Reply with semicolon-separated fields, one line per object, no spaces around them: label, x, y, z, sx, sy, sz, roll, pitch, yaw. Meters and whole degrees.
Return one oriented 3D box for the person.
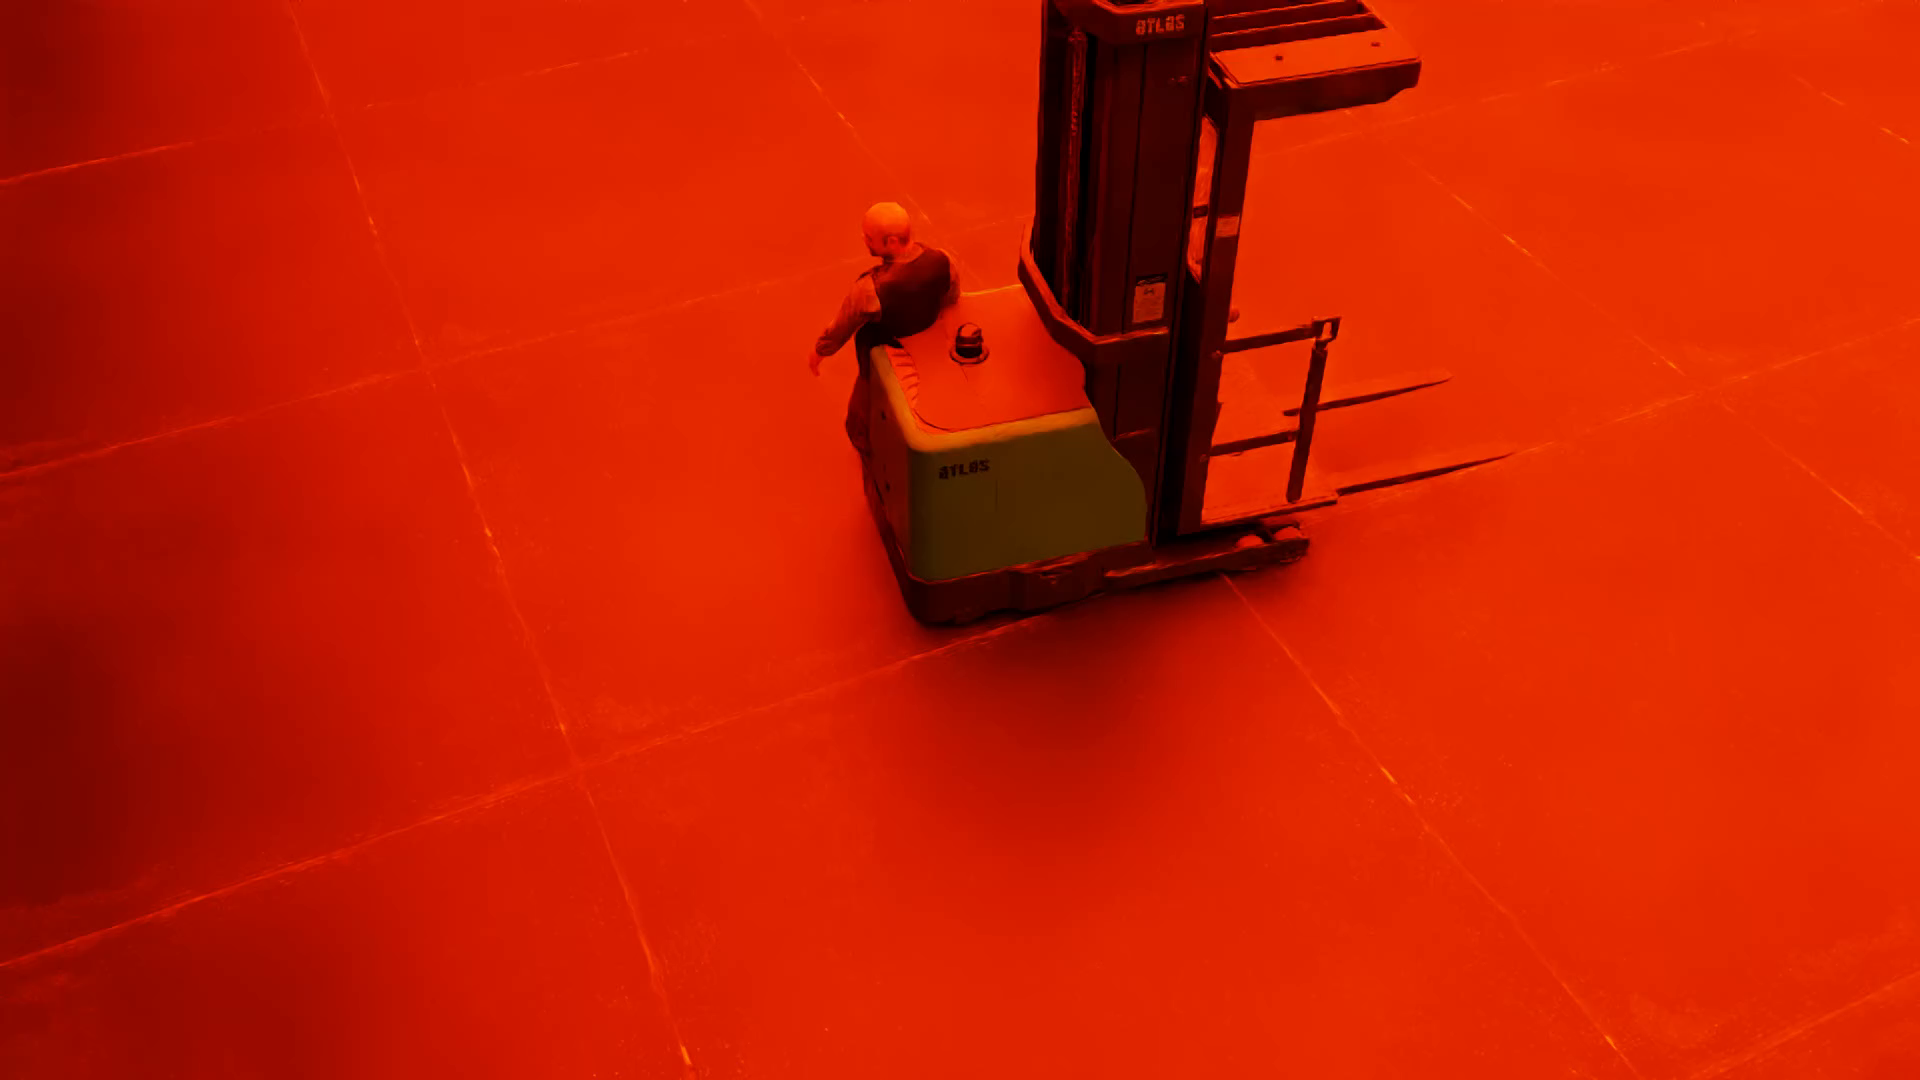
person;-0.313;-0.849;7.519;0.903;1.666;0.685;33;52;30

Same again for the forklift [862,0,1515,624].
forklift;1.111;-1.268;7.038;3.031;2.935;1.130;-11;44;-12
